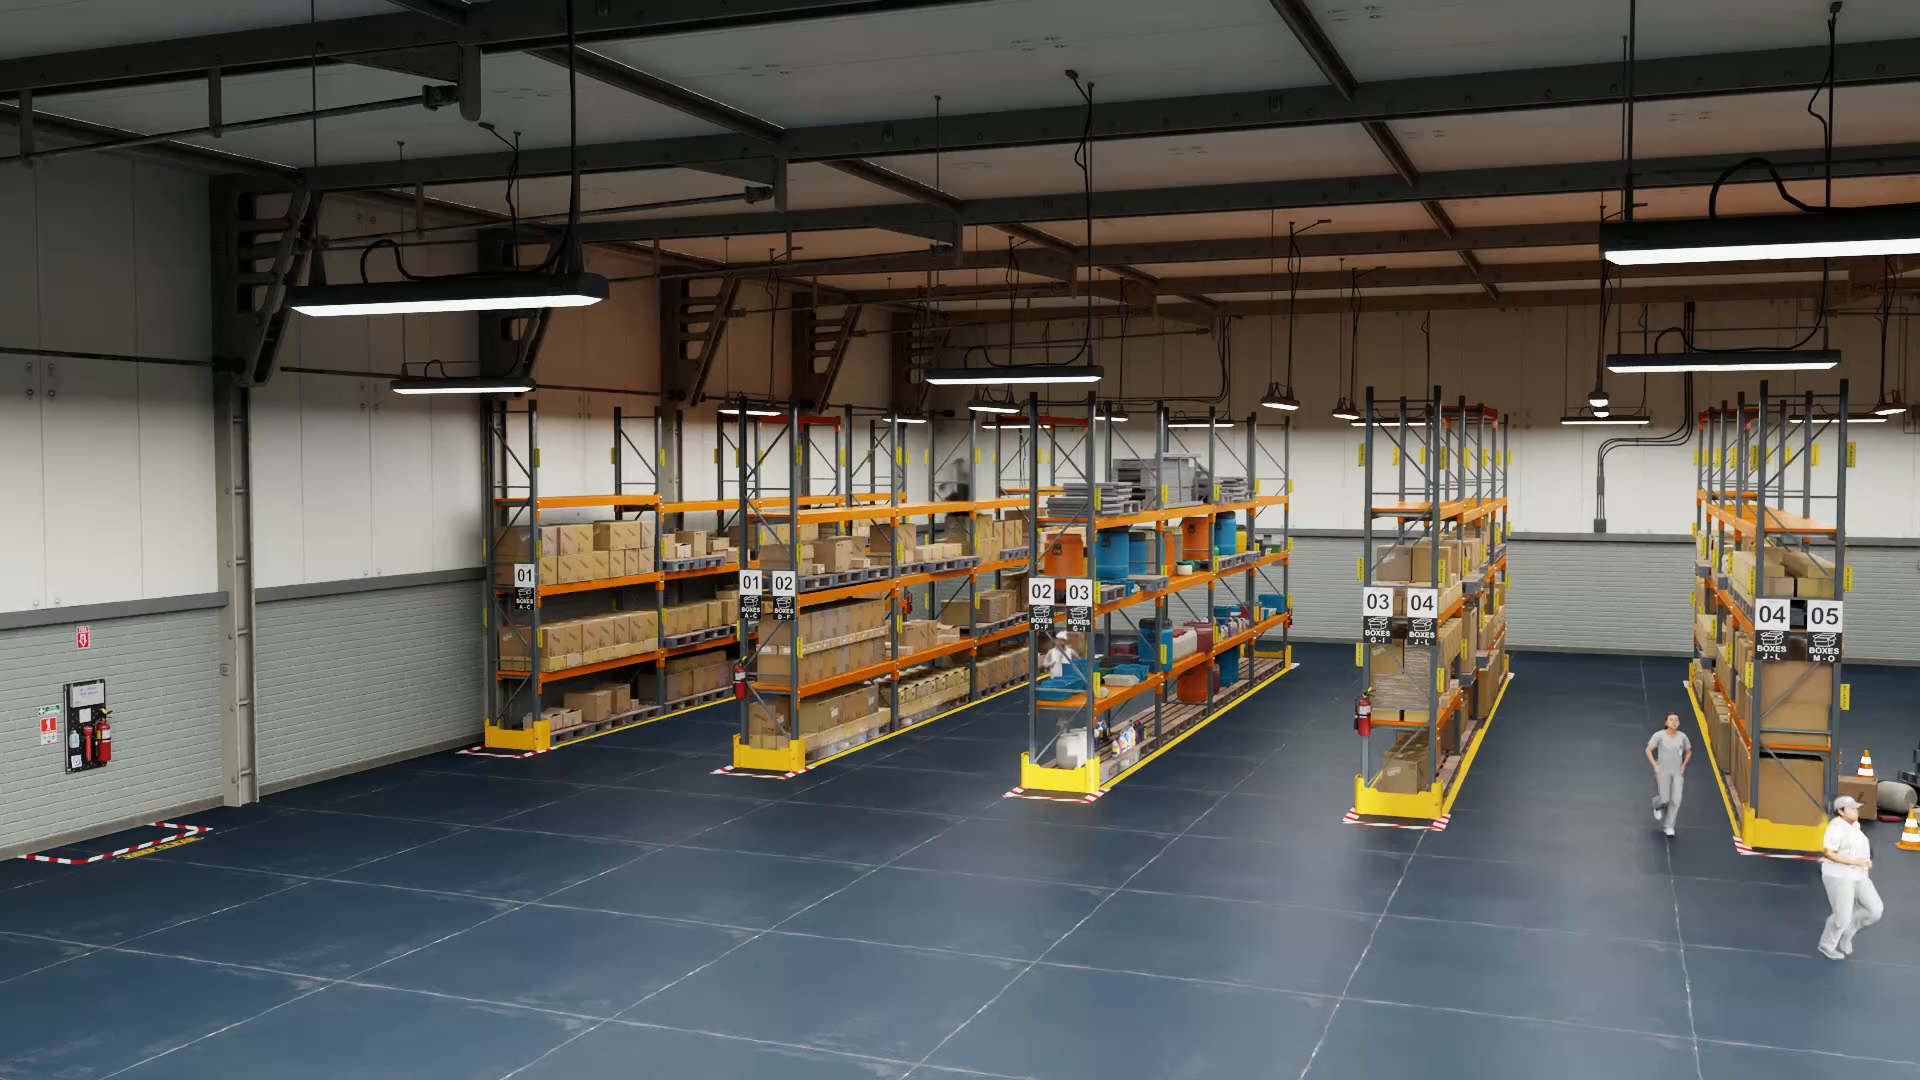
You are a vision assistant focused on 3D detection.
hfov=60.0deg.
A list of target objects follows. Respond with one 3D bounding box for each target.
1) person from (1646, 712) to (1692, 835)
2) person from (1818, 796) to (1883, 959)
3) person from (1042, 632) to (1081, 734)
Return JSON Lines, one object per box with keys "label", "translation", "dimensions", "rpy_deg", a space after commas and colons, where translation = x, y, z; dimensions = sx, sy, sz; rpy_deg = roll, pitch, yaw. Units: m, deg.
{"label": "person", "translation": [9.468, 3.095, 22.214], "dimensions": [0.586, 1.604, 0.666], "rpy_deg": [0, 3, 5]}
{"label": "person", "translation": [8.832, 3.357, 16.515], "dimensions": [0.661, 1.639, 0.570], "rpy_deg": [-2, 3, -30]}
{"label": "person", "translation": [1.851, 2.591, 30.404], "dimensions": [0.658, 1.826, 0.828], "rpy_deg": [1, 3, 16]}
